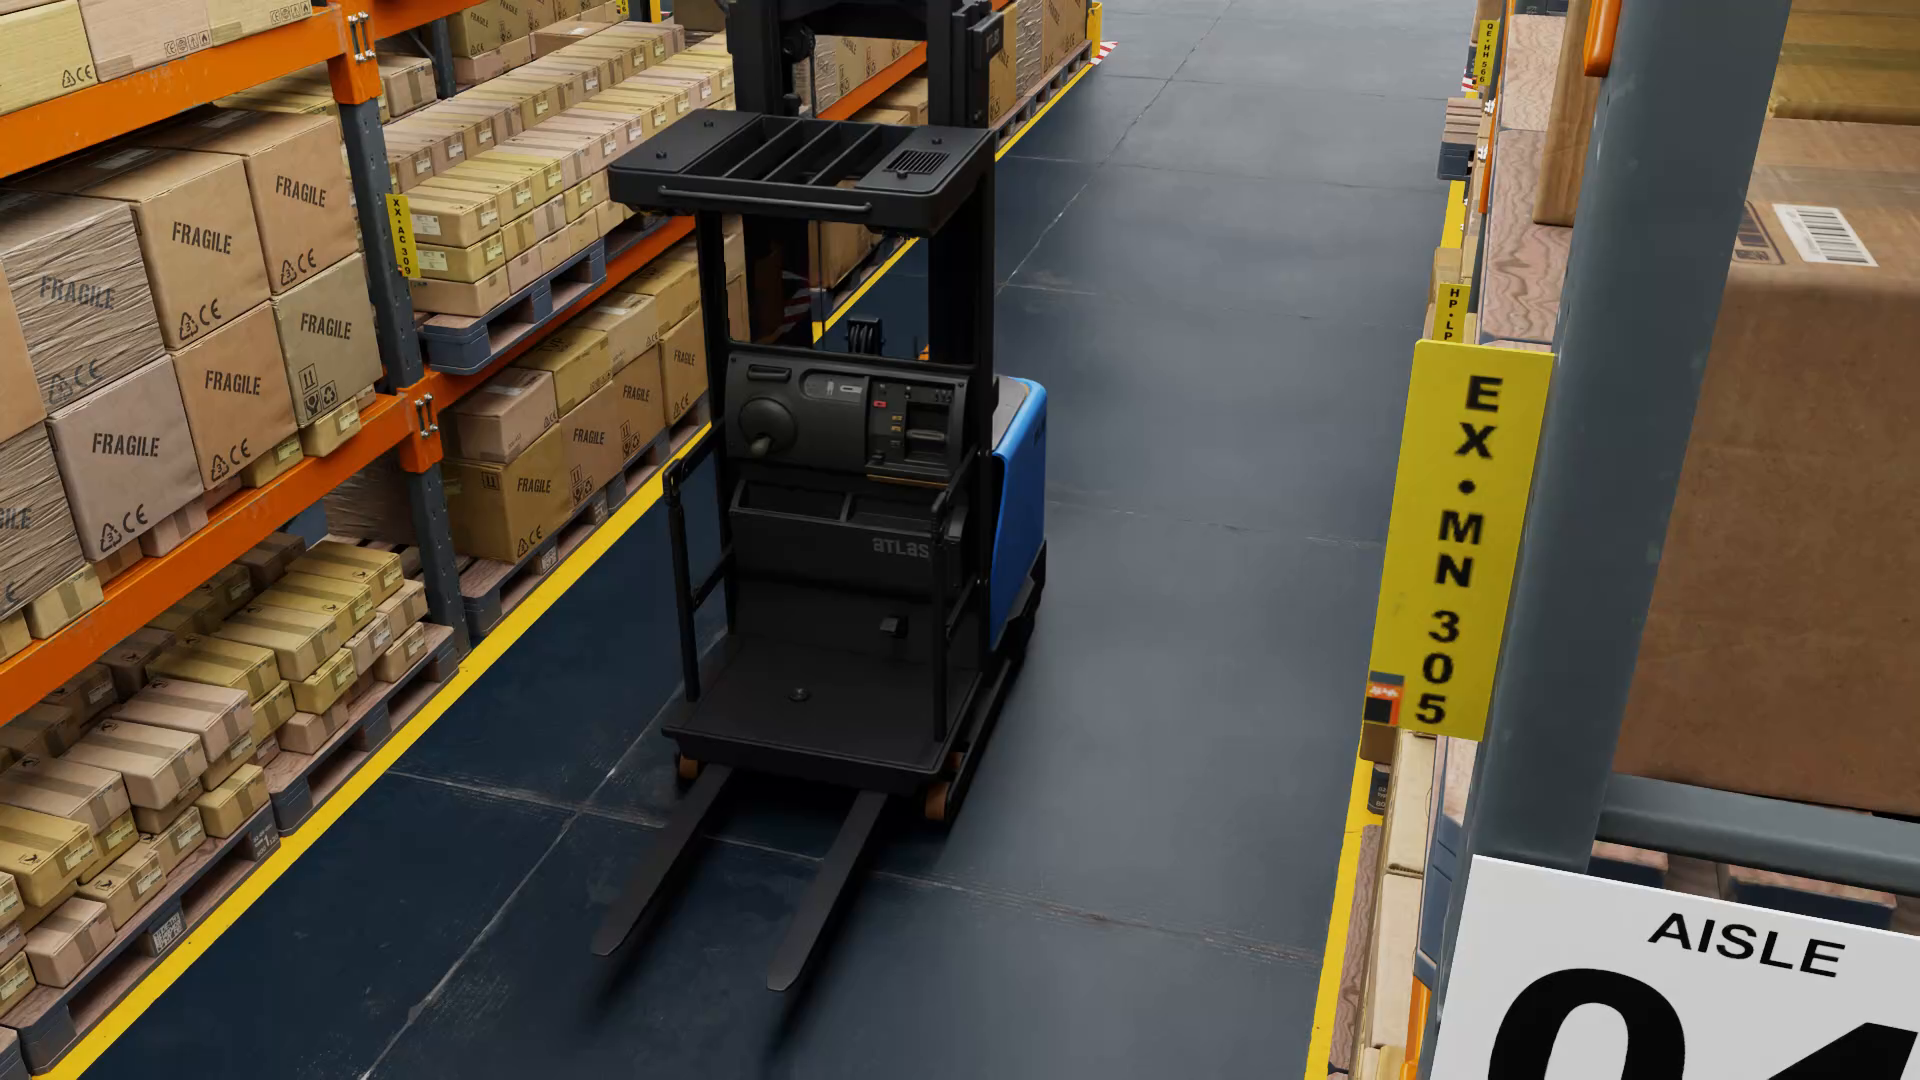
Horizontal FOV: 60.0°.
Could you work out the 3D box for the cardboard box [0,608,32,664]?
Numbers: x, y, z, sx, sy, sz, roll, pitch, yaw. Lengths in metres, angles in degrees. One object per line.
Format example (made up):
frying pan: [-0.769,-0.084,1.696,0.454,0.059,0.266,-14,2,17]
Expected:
cardboard box: [-3.011,0.275,4.929,0.380,0.149,0.250,10,30,17]

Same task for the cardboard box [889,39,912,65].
cardboard box: [-0.648,-3.633,11.592,0.500,0.500,0.500,8,30,14]

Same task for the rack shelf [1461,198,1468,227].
rack shelf: [3.818,-2.577,10.537,1.077,0.370,4.000,8,30,15]

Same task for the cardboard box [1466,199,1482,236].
cardboard box: [2.383,-1.108,7.054,0.500,0.500,0.500,9,30,15]

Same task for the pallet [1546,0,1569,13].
pallet: [2.279,-1.764,5.446,0.805,0.209,1.217,7,30,13]

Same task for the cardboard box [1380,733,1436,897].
cardboard box: [1.219,0.713,3.731,0.500,0.250,0.500,9,30,15]

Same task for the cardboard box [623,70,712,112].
cardboard box: [-1.490,-2.283,8.484,0.380,0.149,0.250,9,30,15]

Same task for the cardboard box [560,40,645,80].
cardboard box: [-1.954,-2.625,9.097,0.380,0.149,0.250,8,30,15]

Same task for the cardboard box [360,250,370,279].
cardboard box: [-2.728,-1.145,7.048,0.380,0.149,0.250,8,30,14]

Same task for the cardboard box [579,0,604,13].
cardboard box: [-4.030,-5.751,17.128,0.500,0.500,0.500,10,31,17]

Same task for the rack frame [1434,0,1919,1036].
rack frame: [0.883,-0.866,0.550,1.000,3.000,0.127,8,30,15]

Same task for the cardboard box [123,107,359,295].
cardboard box: [-2.534,-1.212,5.905,0.500,0.500,0.500,7,30,13]

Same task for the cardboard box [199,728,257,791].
cardboard box: [-2.796,0.744,6.021,0.380,0.149,0.250,9,30,16]

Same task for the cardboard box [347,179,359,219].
cardboard box: [-2.724,-1.406,6.907,0.380,0.149,0.250,10,31,17]

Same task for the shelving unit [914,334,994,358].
shelving unit: [-0.026,-0.496,7.907,0.258,1.200,0.503,8,30,13]

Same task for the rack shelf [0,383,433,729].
rack shelf: [-3.242,0.386,5.211,1.077,0.370,4.000,8,30,15]

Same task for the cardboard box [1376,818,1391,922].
cardboard box: [1.196,0.821,3.947,0.380,0.149,0.250,8,30,13]

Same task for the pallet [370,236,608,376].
pallet: [-2.292,-1.109,7.355,1.003,0.211,1.213,8,30,15]

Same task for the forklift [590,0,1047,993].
forklift: [-0.482,-0.416,5.983,1.130,2.935,3.031,7,30,13]

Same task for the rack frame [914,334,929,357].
rack frame: [-0.090,-0.381,7.702,0.240,1.200,0.015,8,30,13]

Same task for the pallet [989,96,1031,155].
pallet: [-0.009,-3.699,14.683,1.003,0.211,1.213,8,30,15]

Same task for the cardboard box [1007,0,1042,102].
cardboard box: [0.206,-4.533,15.066,0.875,0.875,0.875,9,30,15]

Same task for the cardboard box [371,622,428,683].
cardboard box: [-2.444,0.435,6.883,0.380,0.149,0.250,9,30,16]

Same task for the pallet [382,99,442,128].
pallet: [-5.296,-3.655,14.602,1.003,0.211,1.213,8,30,15]

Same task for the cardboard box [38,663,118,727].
cardboard box: [-3.326,0.550,6.064,0.380,0.149,0.250,9,30,16]

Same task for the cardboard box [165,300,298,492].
cardboard box: [-2.680,-0.525,5.700,0.500,0.500,0.500,8,30,13]

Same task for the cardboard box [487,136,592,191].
cardboard box: [-1.870,-1.674,7.388,0.380,0.149,0.250,8,30,14]

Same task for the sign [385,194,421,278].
sign: [-2.134,-1.162,6.364,0.100,0.325,0.005,8,30,15]

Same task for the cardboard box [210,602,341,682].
cardboard box: [-2.614,0.388,6.356,0.380,0.149,0.250,8,30,14]

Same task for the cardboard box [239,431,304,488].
cardboard box: [-2.622,-0.331,6.018,0.380,0.149,0.250,10,31,17]

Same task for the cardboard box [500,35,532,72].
cardboard box: [-4.491,-4.702,16.014,0.500,0.250,0.500,10,31,18]

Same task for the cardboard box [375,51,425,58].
cardboard box: [-5.152,-4.530,15.704,0.500,0.250,0.500,10,31,17]

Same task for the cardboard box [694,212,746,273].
cardboard box: [-1.431,-1.781,9.733,0.500,0.250,0.500,8,30,14]

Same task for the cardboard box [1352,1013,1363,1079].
cardboard box: [1.261,1.769,3.738,0.875,0.875,0.875,8,30,15]

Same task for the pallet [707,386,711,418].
pallet: [-1.712,-1.135,10.074,1.003,0.211,1.213,8,30,15]

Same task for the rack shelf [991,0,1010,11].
rack shelf: [0.280,-5.191,15.236,1.077,0.370,4.000,8,30,15]

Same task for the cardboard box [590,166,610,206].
cardboard box: [-1.797,-1.666,7.681,0.380,0.149,0.250,10,31,17]

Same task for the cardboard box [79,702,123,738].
cardboard box: [-3.278,0.695,6.109,0.380,0.149,0.250,10,31,17]

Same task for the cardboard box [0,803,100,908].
cardboard box: [-2.983,0.994,5.267,0.380,0.149,0.250,9,30,16]

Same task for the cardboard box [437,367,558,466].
cardboard box: [-2.186,-0.583,7.580,0.500,0.250,0.500,7,30,13]

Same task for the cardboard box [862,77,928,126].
cardboard box: [-0.690,-3.027,12.488,1.050,0.750,0.750,8,30,15]

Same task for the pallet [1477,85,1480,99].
pallet: [5.285,-4.054,15.320,1.003,0.211,1.213,8,30,15]

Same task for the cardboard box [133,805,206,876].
cardboard box: [-2.889,1.028,5.817,0.380,0.149,0.250,9,30,16]

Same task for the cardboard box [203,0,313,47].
cardboard box: [-2.541,-1.837,5.535,0.500,0.250,0.500,9,30,16]

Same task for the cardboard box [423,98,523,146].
cardboard box: [-2.340,-2.012,7.995,0.380,0.149,0.250,7,30,13]

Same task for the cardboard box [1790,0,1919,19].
cardboard box: [1.370,-0.567,2.460,0.700,0.500,0.500,6,30,11]

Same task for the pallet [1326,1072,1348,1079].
pallet: [1.403,2.026,4.390,1.003,0.211,1.213,8,30,15]

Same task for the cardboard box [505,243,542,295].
cardboard box: [-2.024,-1.179,7.110,0.380,0.149,0.250,9,30,16]

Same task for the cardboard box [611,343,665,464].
cardboard box: [-1.890,-0.746,8.645,0.500,0.500,0.500,9,30,16]

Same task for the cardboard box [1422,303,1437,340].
cardboard box: [2.740,-0.486,7.792,1.225,0.875,0.875,9,30,15]
